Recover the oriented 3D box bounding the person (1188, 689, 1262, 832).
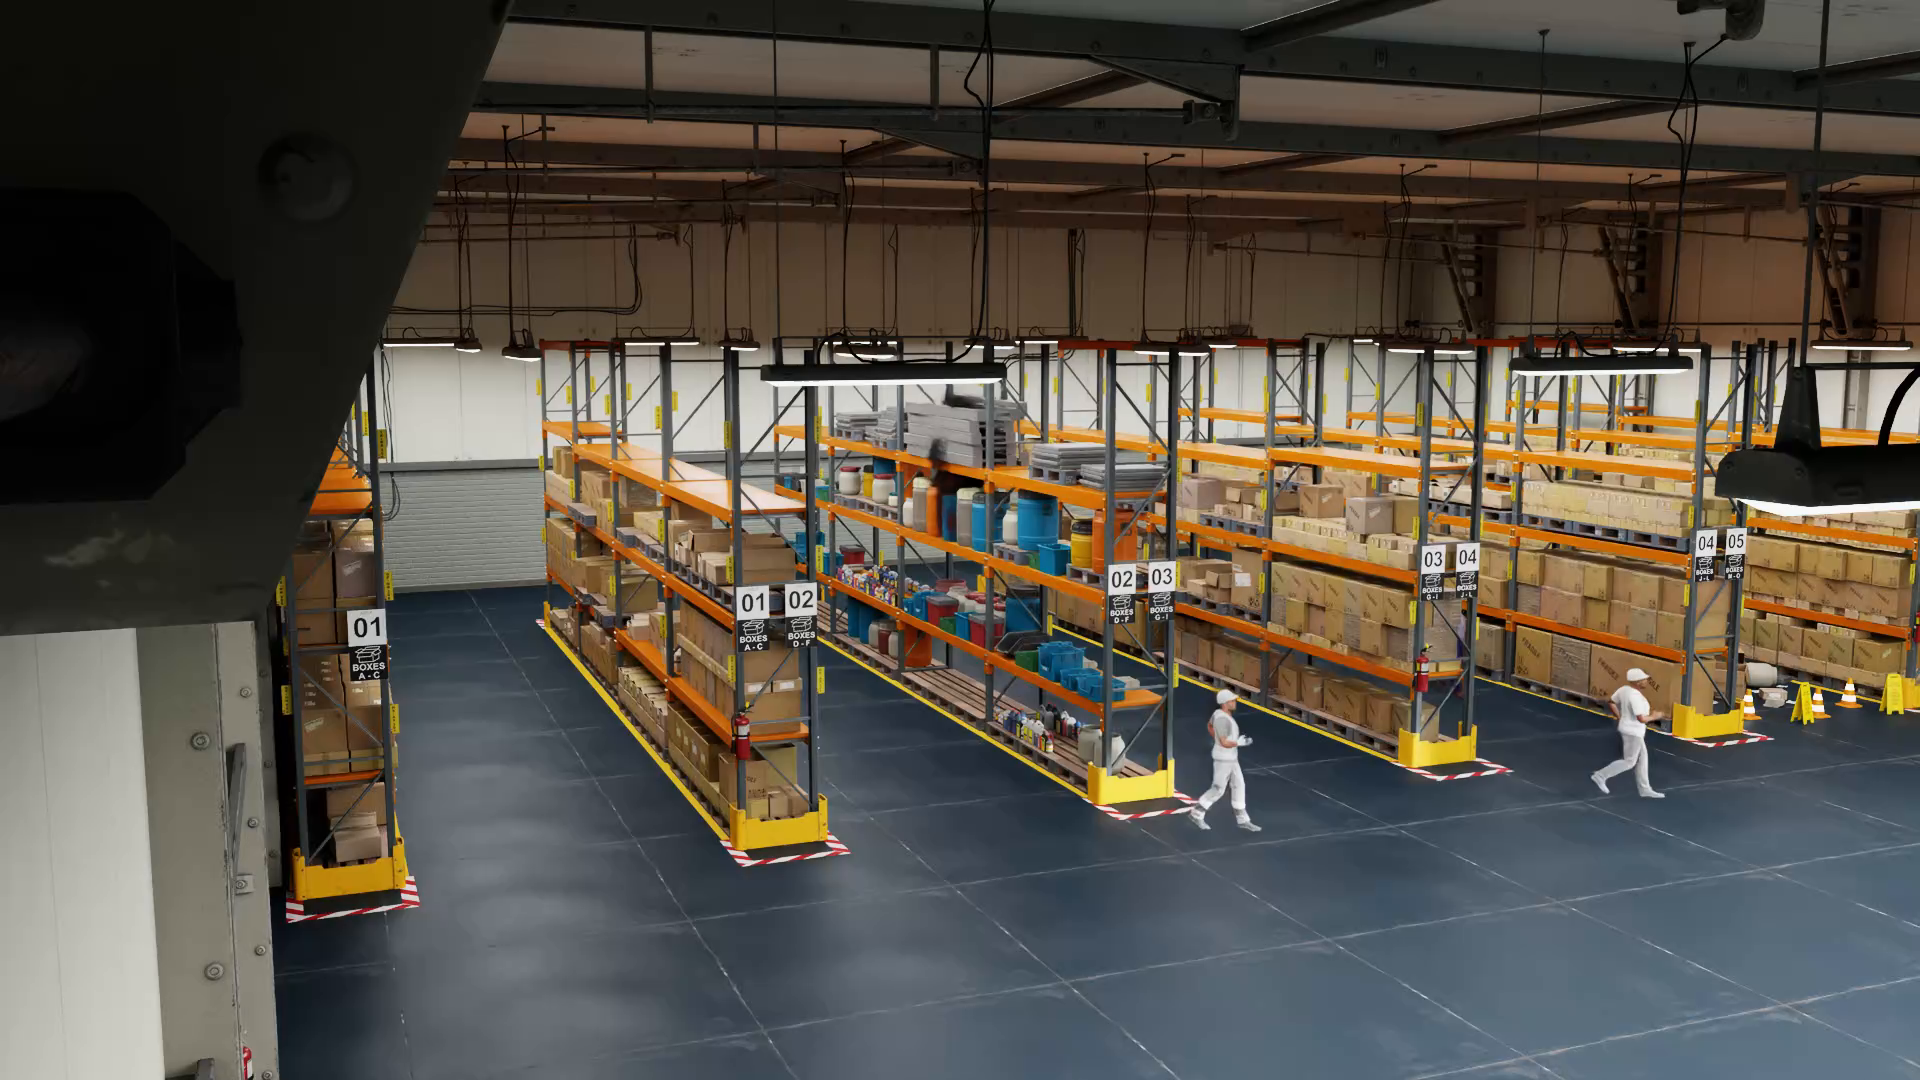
[{"bbox_3d":[3.303,2.733,20.638,0.905,1.784,0.673,2,8,15],"label":"person"}]

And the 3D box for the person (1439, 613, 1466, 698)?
[{"bbox_3d":[8.446,1.839,28.493,0.601,1.648,0.776,-3,8,-24],"label":"person"}]

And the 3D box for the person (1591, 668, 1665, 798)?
[{"bbox_3d":[8.913,2.566,22.120,0.953,1.747,0.702,1,8,10],"label":"person"}]
